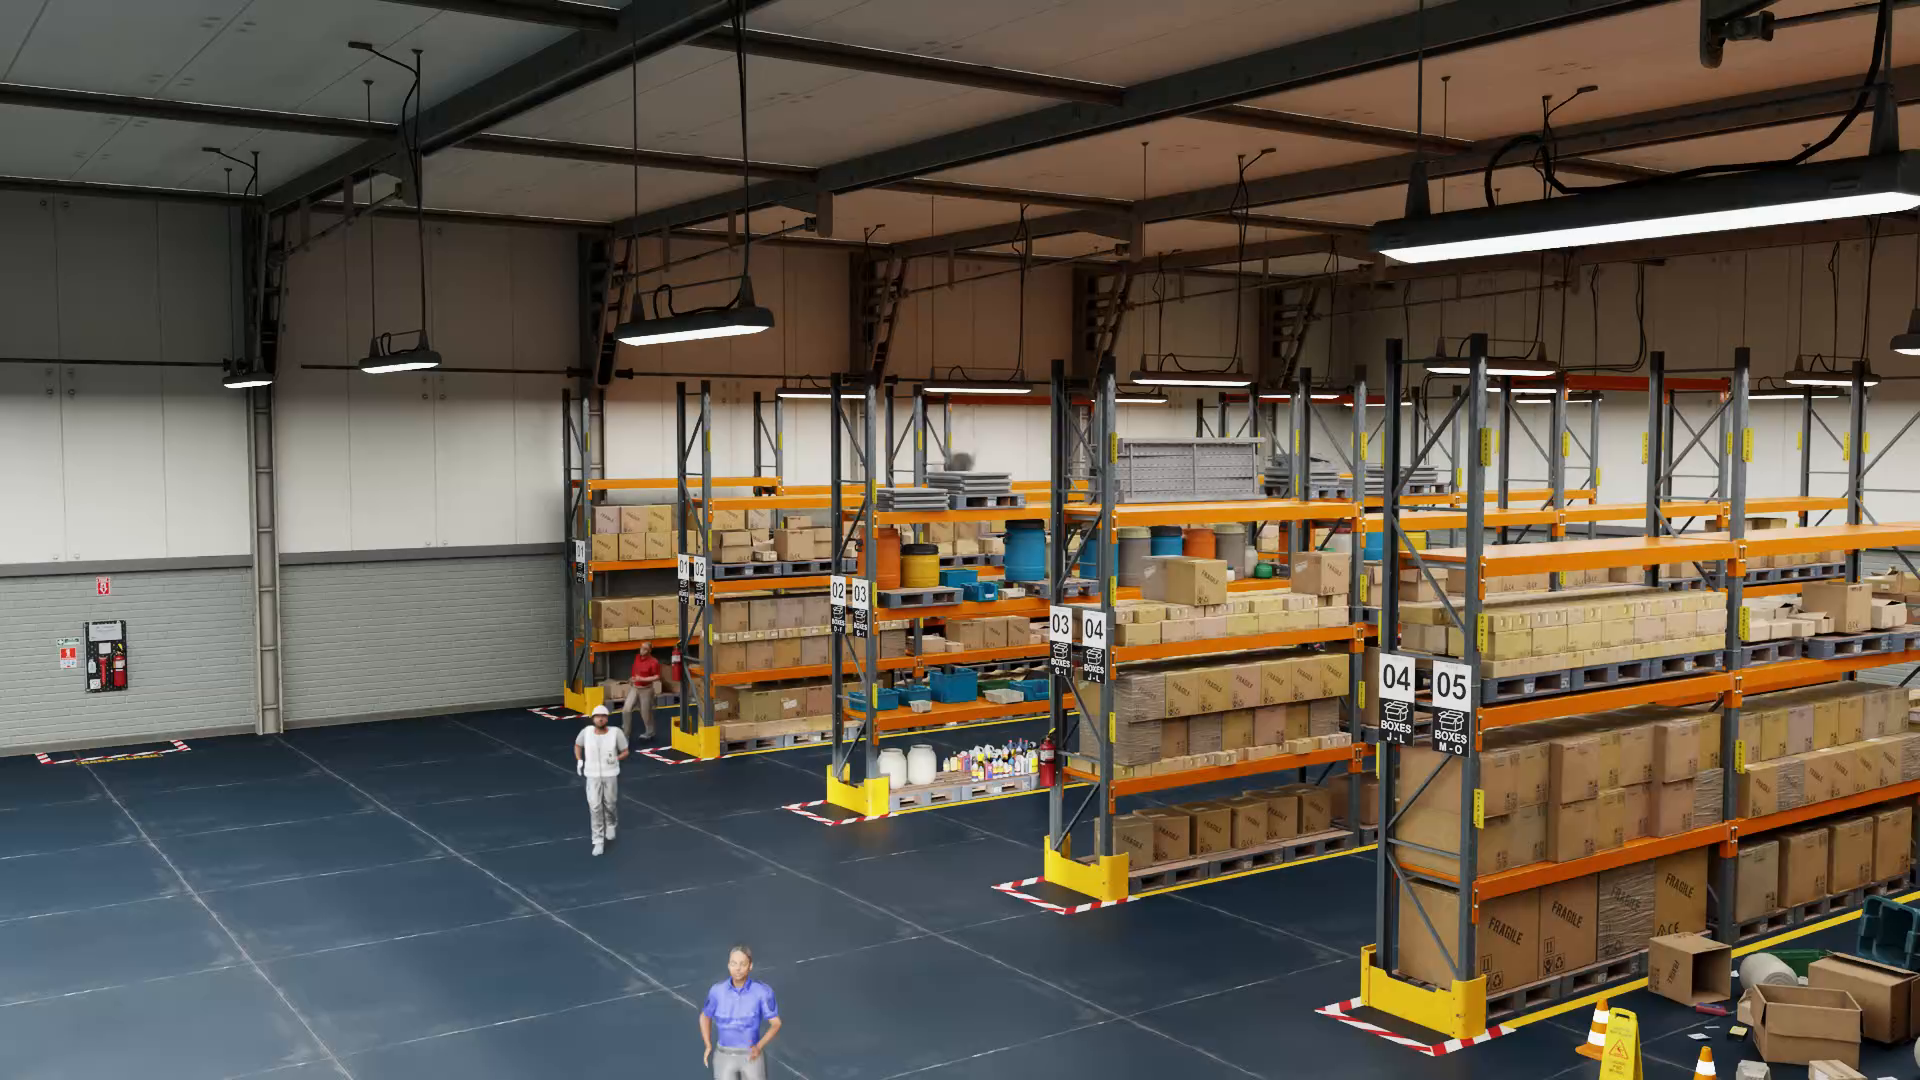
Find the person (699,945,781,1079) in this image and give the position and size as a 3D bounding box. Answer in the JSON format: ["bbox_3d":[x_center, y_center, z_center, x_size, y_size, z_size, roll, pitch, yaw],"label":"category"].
[{"bbox_3d":[-1.535,3.621,11.555,0.581,1.596,0.685,0,4,0],"label":"person"}]

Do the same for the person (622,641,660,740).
[{"bbox_3d":[-5.268,2.551,27.715,0.699,1.750,0.773,2,4,24],"label":"person"}]

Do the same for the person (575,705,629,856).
[{"bbox_3d":[-4.451,2.938,20.659,0.678,1.790,0.861,-1,4,-8],"label":"person"}]
